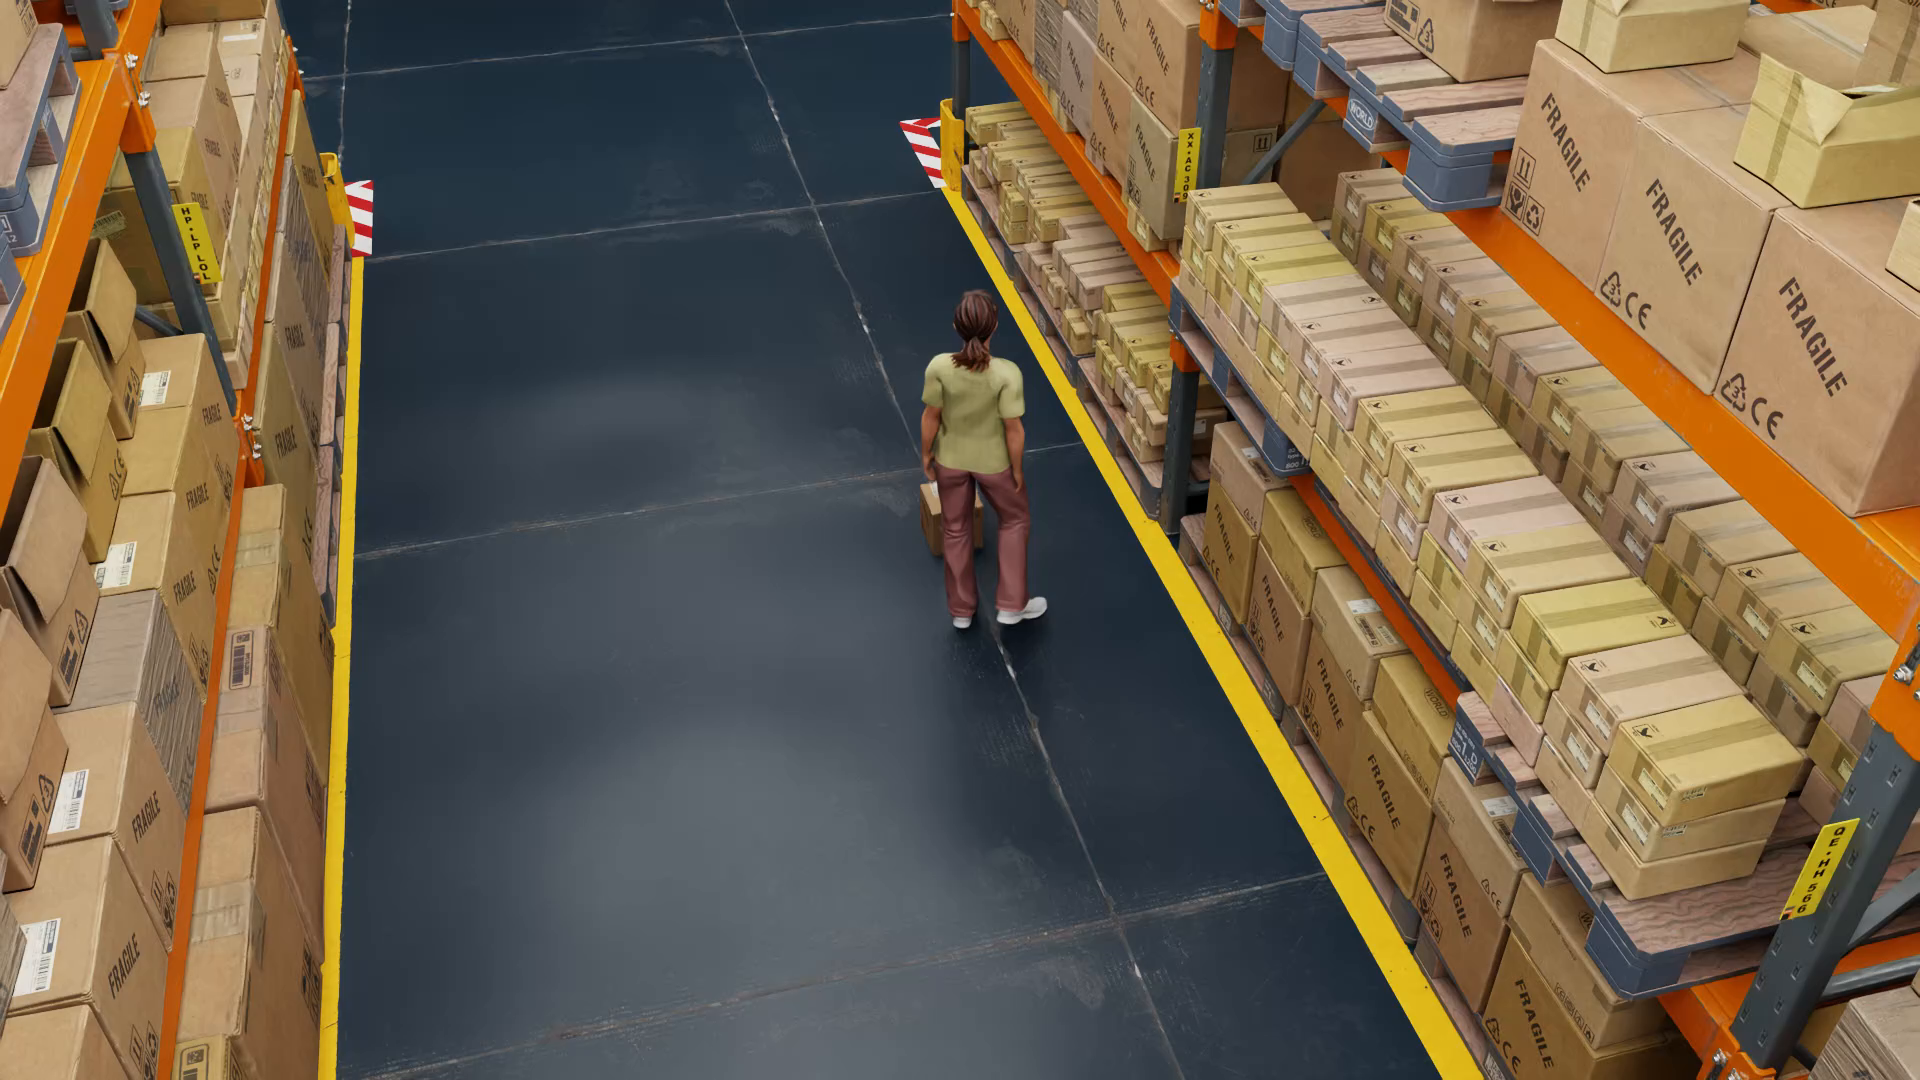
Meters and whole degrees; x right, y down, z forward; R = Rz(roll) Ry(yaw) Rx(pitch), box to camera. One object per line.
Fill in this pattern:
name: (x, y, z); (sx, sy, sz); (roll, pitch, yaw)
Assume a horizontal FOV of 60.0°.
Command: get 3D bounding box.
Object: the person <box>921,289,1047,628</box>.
person: (0.112, -0.317, 7.112); (0.559, 1.677, 0.357); (6, 39, 7)
